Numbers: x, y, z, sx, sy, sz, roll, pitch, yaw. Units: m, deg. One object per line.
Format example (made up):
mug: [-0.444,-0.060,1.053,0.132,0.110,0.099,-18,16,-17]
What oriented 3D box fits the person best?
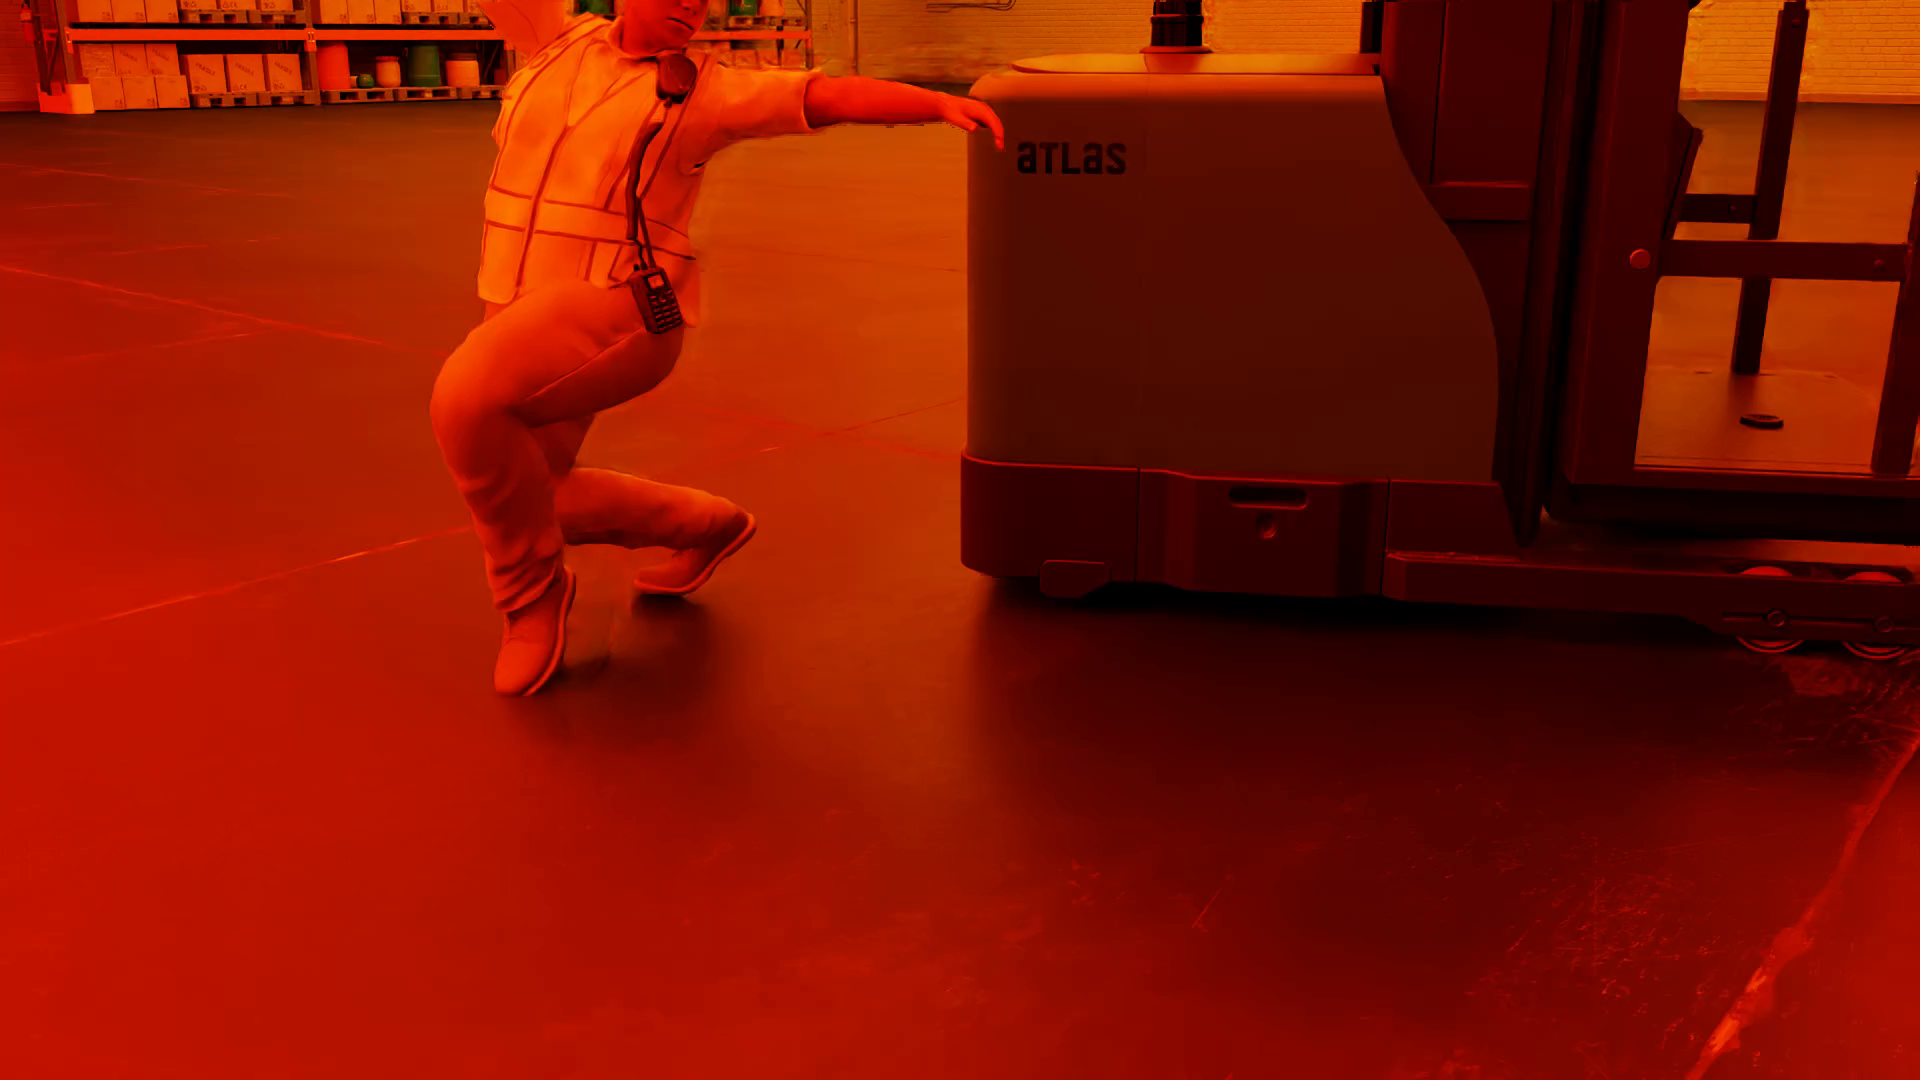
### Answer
person: [-0.516,-0.446,3.022,1.005,1.440,0.858,11,20,32]

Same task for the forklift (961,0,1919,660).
forklift: [1.567,-1.340,3.309,3.031,2.935,1.130,3,17,9]
